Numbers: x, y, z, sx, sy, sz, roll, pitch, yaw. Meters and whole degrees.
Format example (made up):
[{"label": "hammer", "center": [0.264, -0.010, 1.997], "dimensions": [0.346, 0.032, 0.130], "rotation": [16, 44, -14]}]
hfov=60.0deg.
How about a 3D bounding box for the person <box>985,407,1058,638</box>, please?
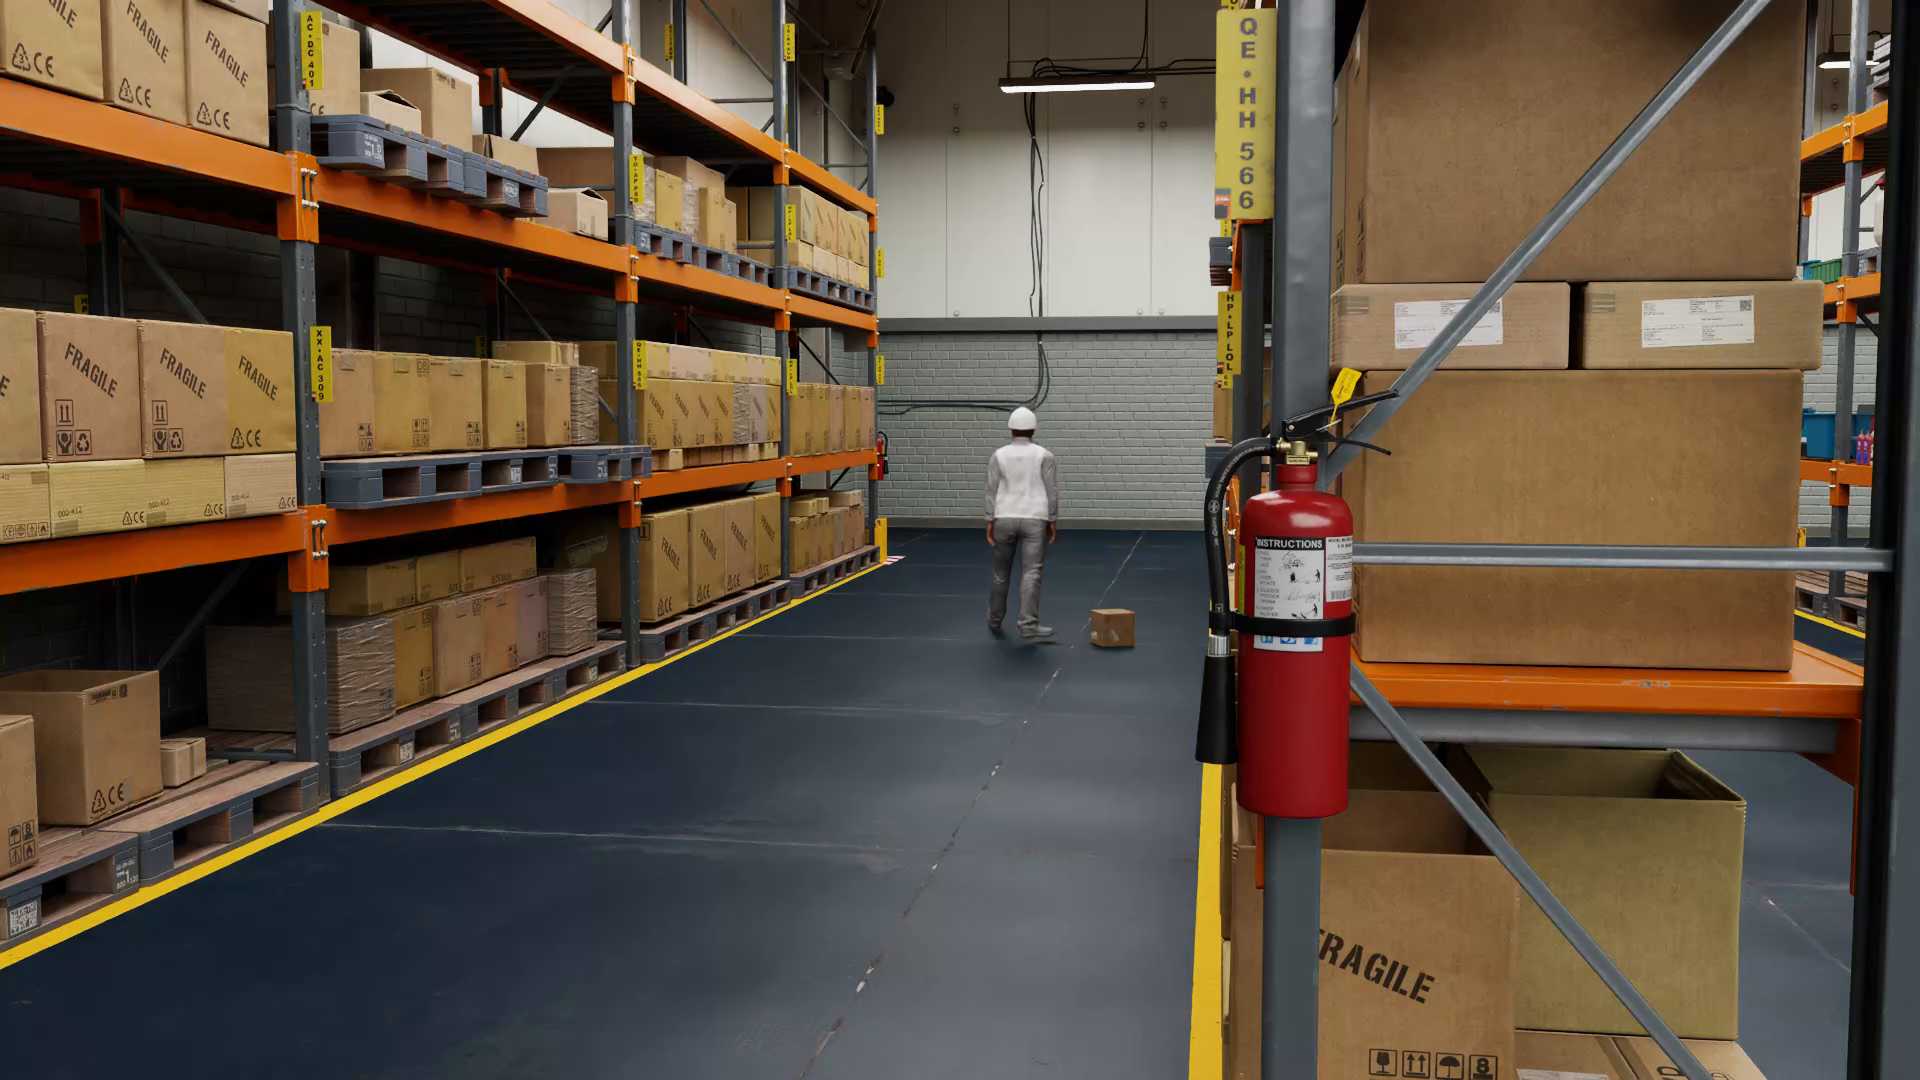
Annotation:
[{"label": "person", "center": [0.444, -0.153, 12.803], "dimensions": [0.647, 1.731, 0.860], "rotation": [1, 5, 14]}]
